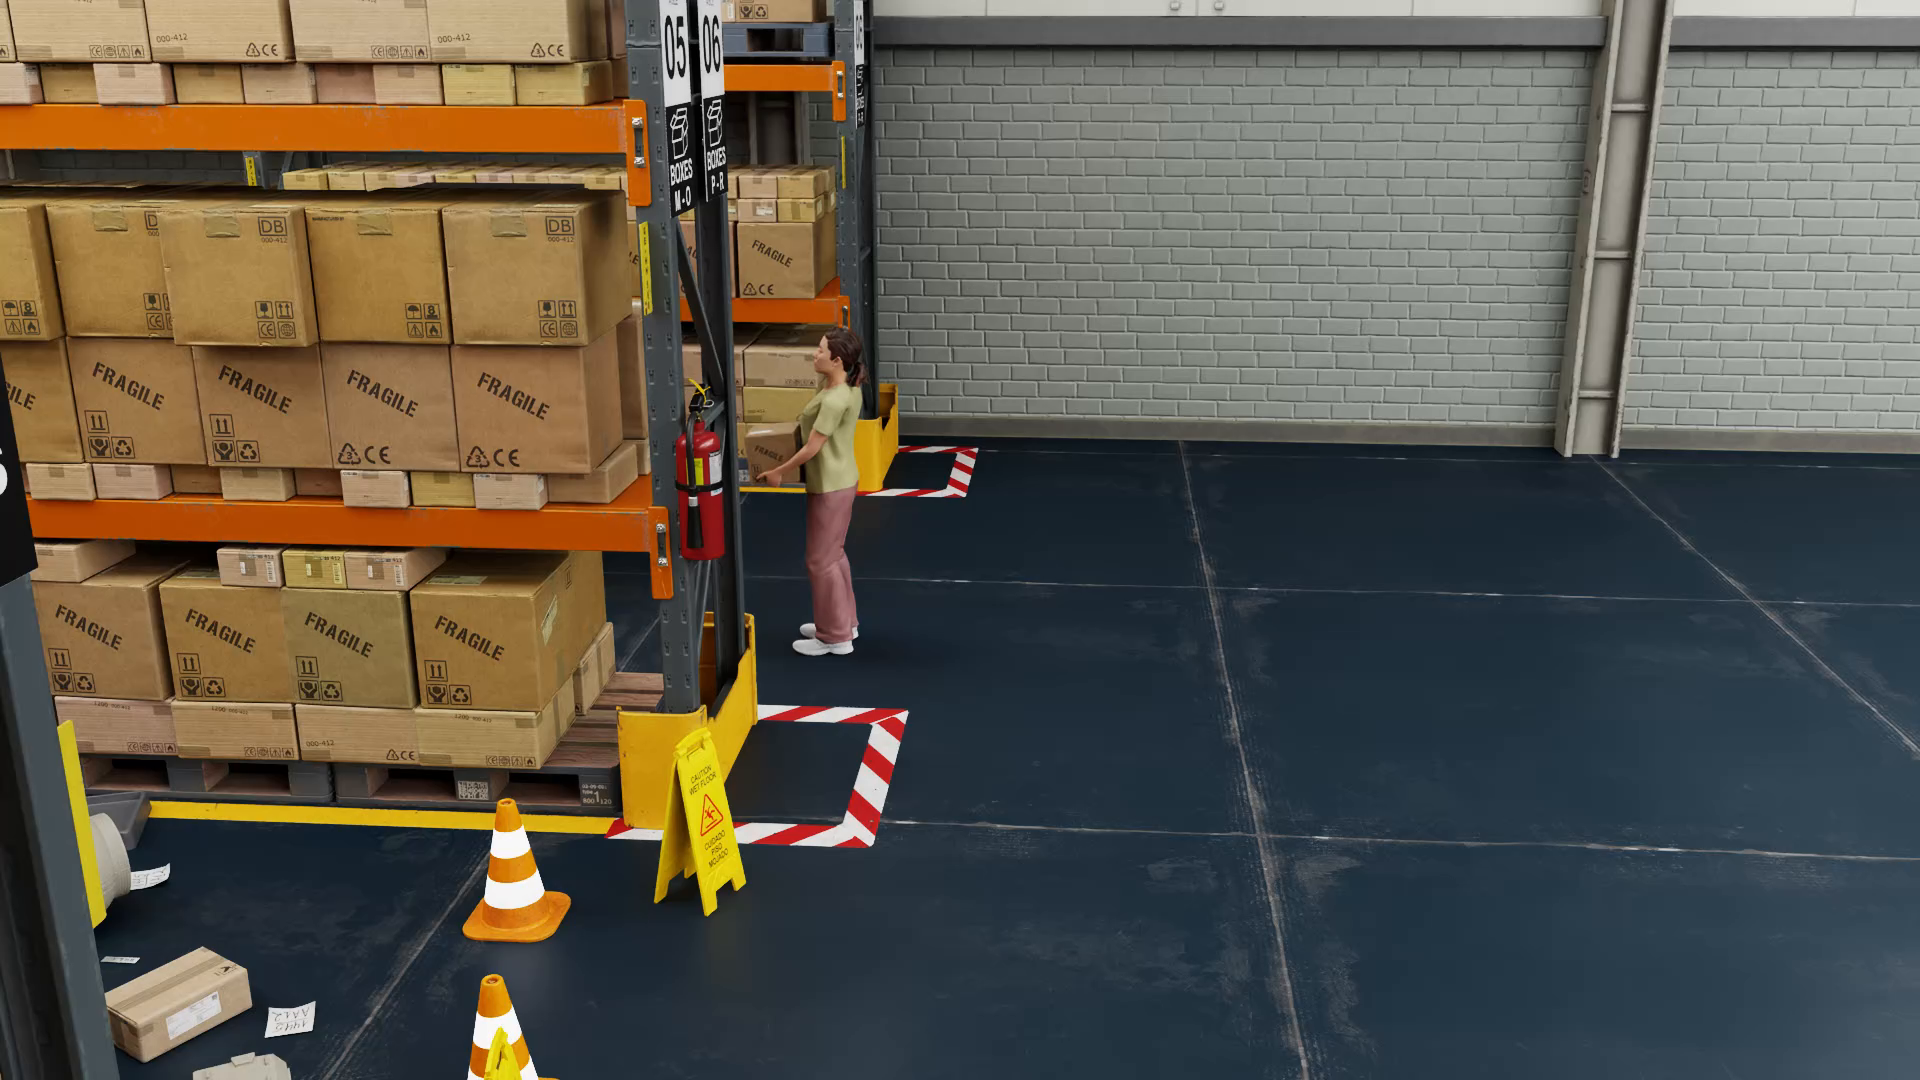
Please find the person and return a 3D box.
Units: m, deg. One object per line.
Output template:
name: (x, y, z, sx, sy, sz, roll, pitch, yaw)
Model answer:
person: (-0.720, -0.248, 8.352, 0.558, 1.663, 0.428, 1, 18, 4)
